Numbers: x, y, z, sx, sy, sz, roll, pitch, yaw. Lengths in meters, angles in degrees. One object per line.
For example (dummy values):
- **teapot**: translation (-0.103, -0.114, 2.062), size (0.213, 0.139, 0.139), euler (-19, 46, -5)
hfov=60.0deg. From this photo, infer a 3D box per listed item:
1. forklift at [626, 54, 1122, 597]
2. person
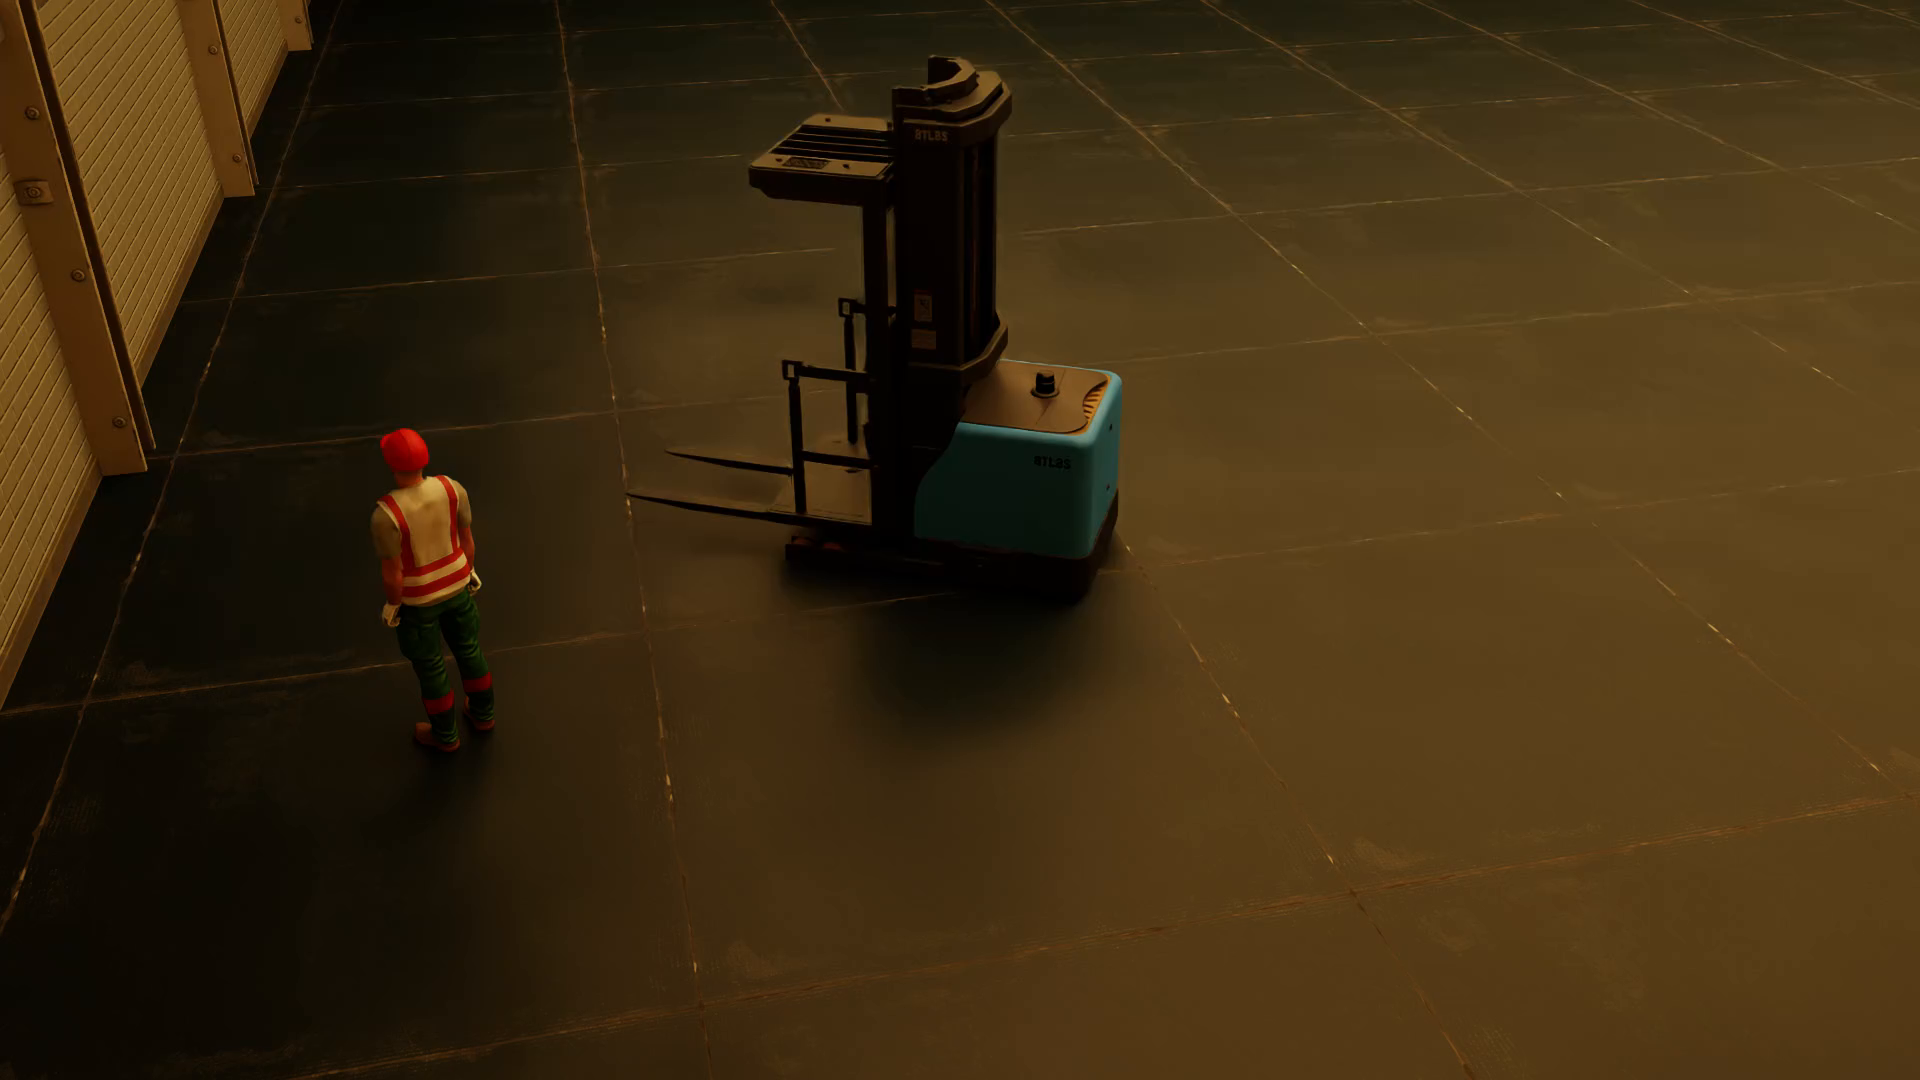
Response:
- **forklift**: translation (-0.577, -1.331, 9.874), size (3.031, 2.935, 1.130), euler (8, 31, 13)
- **person**: translation (-2.653, 0.246, 8.288), size (0.369, 1.795, 0.529), euler (25, 38, 36)
